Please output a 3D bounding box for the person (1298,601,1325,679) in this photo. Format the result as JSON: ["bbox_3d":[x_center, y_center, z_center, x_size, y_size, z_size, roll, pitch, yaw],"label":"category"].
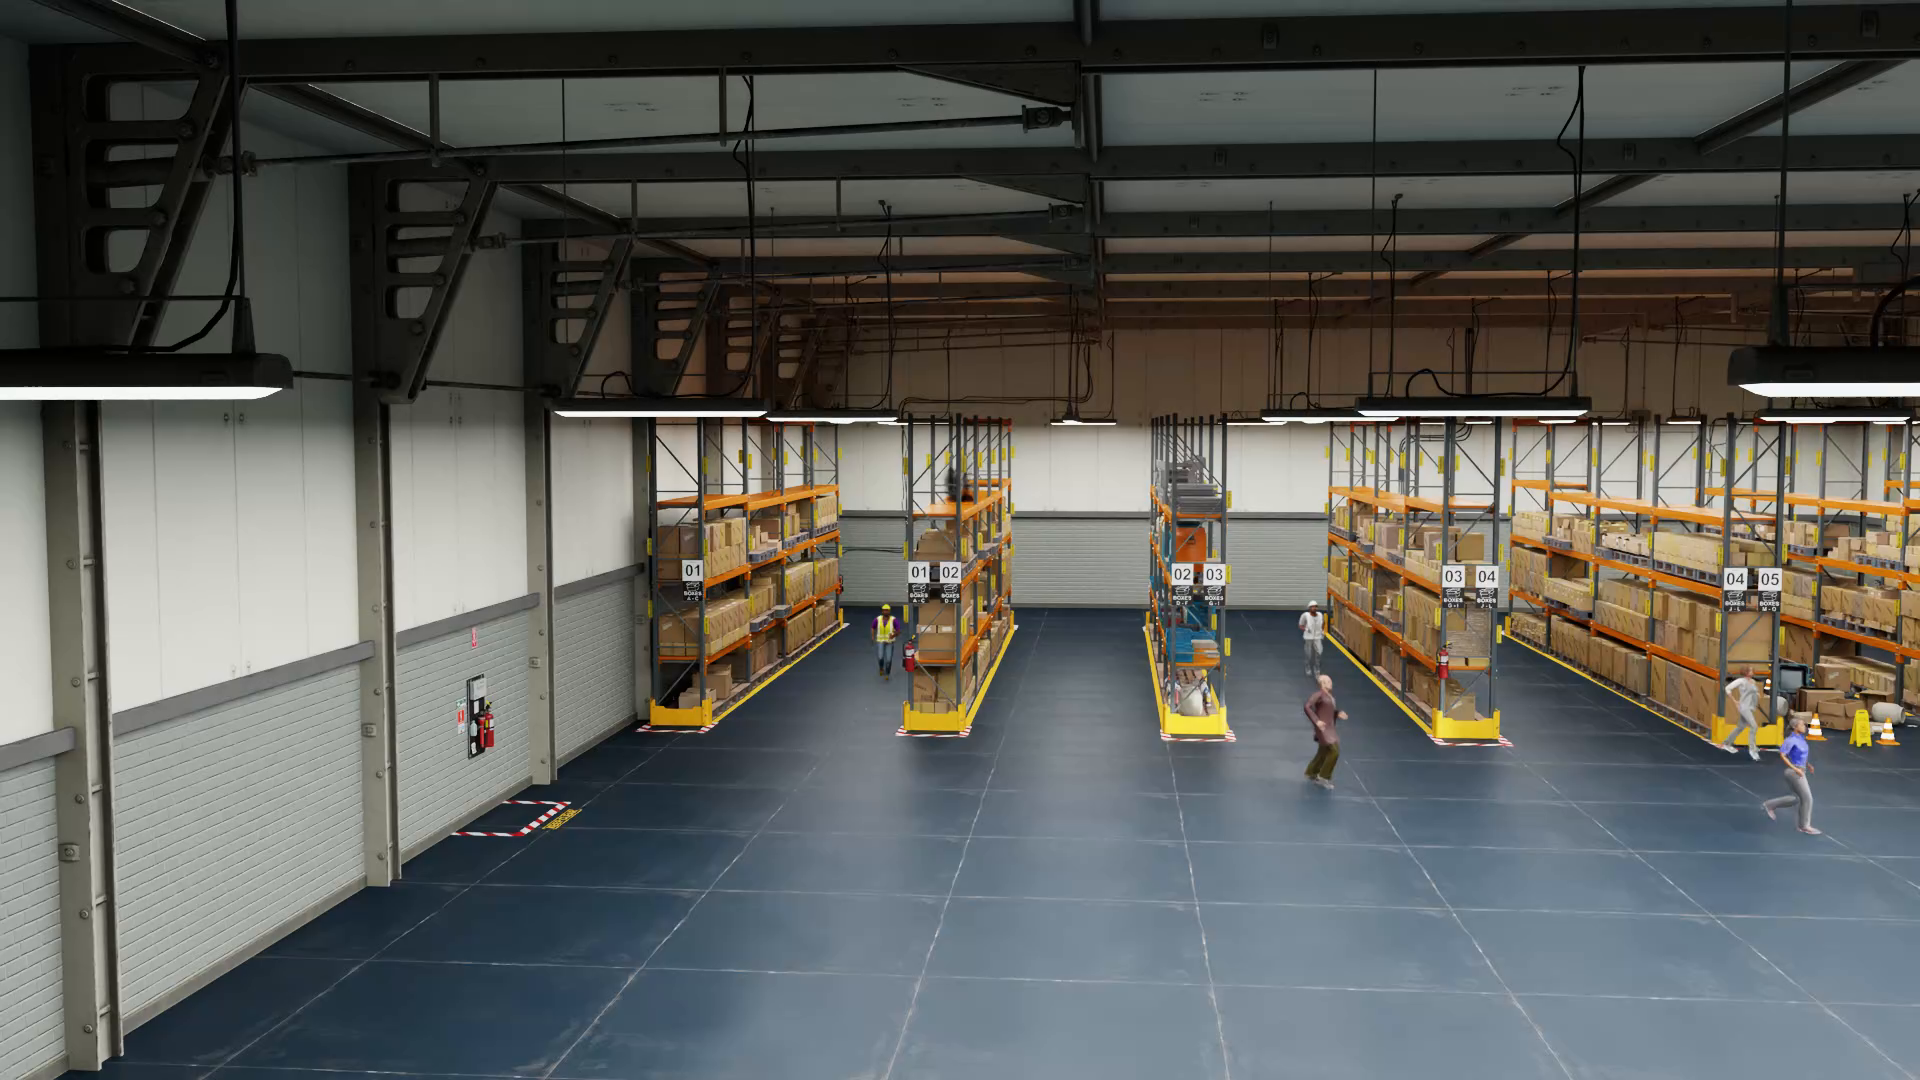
[{"bbox_3d":[8.056,2.292,37.989,0.664,1.818,0.734,0,4,-1],"label":"person"}]

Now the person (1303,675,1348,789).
[{"bbox_3d":[5.822,3.074,26.543,0.713,1.846,0.696,2,4,29],"label":"person"}]

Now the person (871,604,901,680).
[{"bbox_3d":[-1.692,2.323,37.714,0.706,1.720,0.575,0,4,2],"label":"person"}]

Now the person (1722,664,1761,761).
[{"bbox_3d":[13.650,2.986,28.908,0.579,1.643,0.704,-4,5,-44],"label":"person"}]

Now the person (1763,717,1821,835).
[{"bbox_3d":[11.803,3.326,23.567,0.758,1.618,0.594,3,5,38],"label":"person"}]
